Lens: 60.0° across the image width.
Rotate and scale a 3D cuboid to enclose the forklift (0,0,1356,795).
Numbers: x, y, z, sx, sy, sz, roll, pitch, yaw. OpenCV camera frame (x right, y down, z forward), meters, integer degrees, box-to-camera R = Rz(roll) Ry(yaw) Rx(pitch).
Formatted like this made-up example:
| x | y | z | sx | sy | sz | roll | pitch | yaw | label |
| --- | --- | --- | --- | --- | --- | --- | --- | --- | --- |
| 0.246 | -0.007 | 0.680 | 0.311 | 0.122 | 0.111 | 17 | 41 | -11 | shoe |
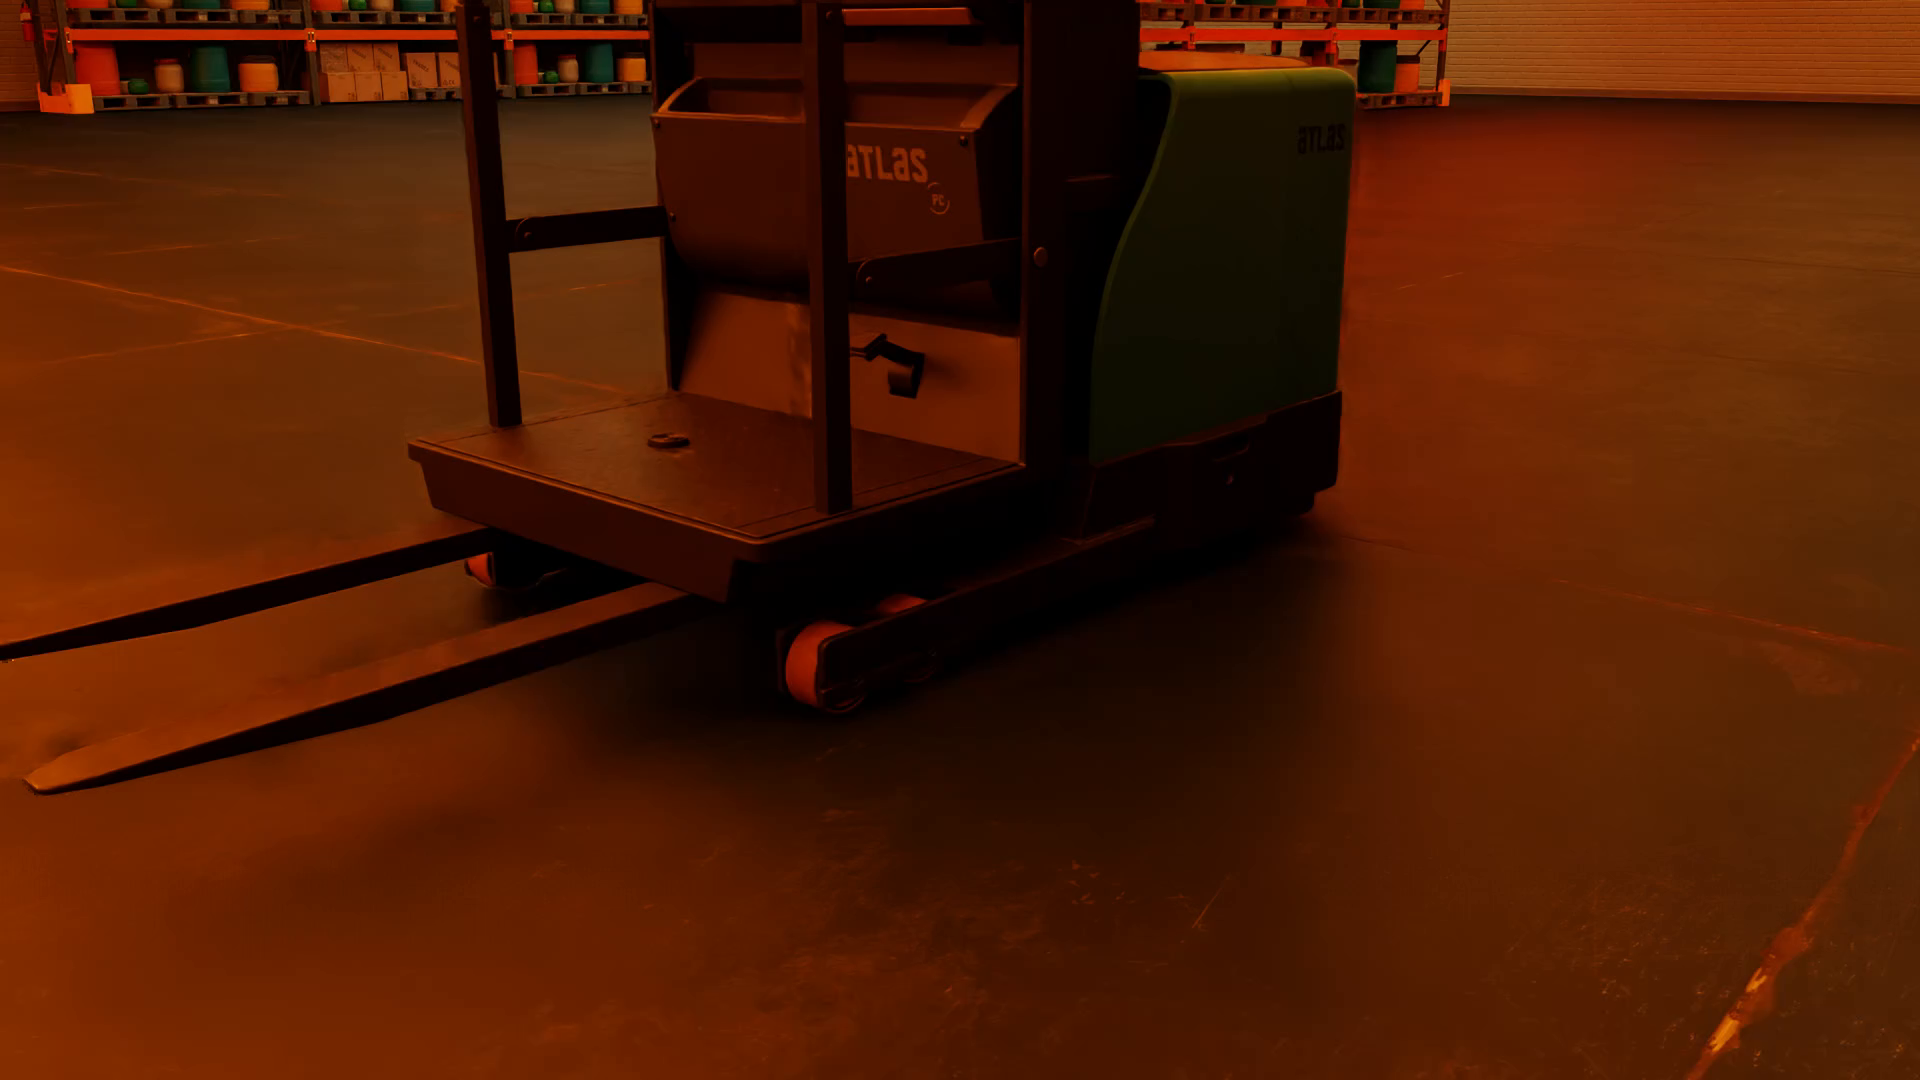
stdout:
| x | y | z | sx | sy | sz | roll | pitch | yaw | label |
| --- | --- | --- | --- | --- | --- | --- | --- | --- | --- |
| -0.411 | -1.261 | 3.049 | 1.130 | 2.935 | 3.031 | 15 | 22 | 40 | forklift |
